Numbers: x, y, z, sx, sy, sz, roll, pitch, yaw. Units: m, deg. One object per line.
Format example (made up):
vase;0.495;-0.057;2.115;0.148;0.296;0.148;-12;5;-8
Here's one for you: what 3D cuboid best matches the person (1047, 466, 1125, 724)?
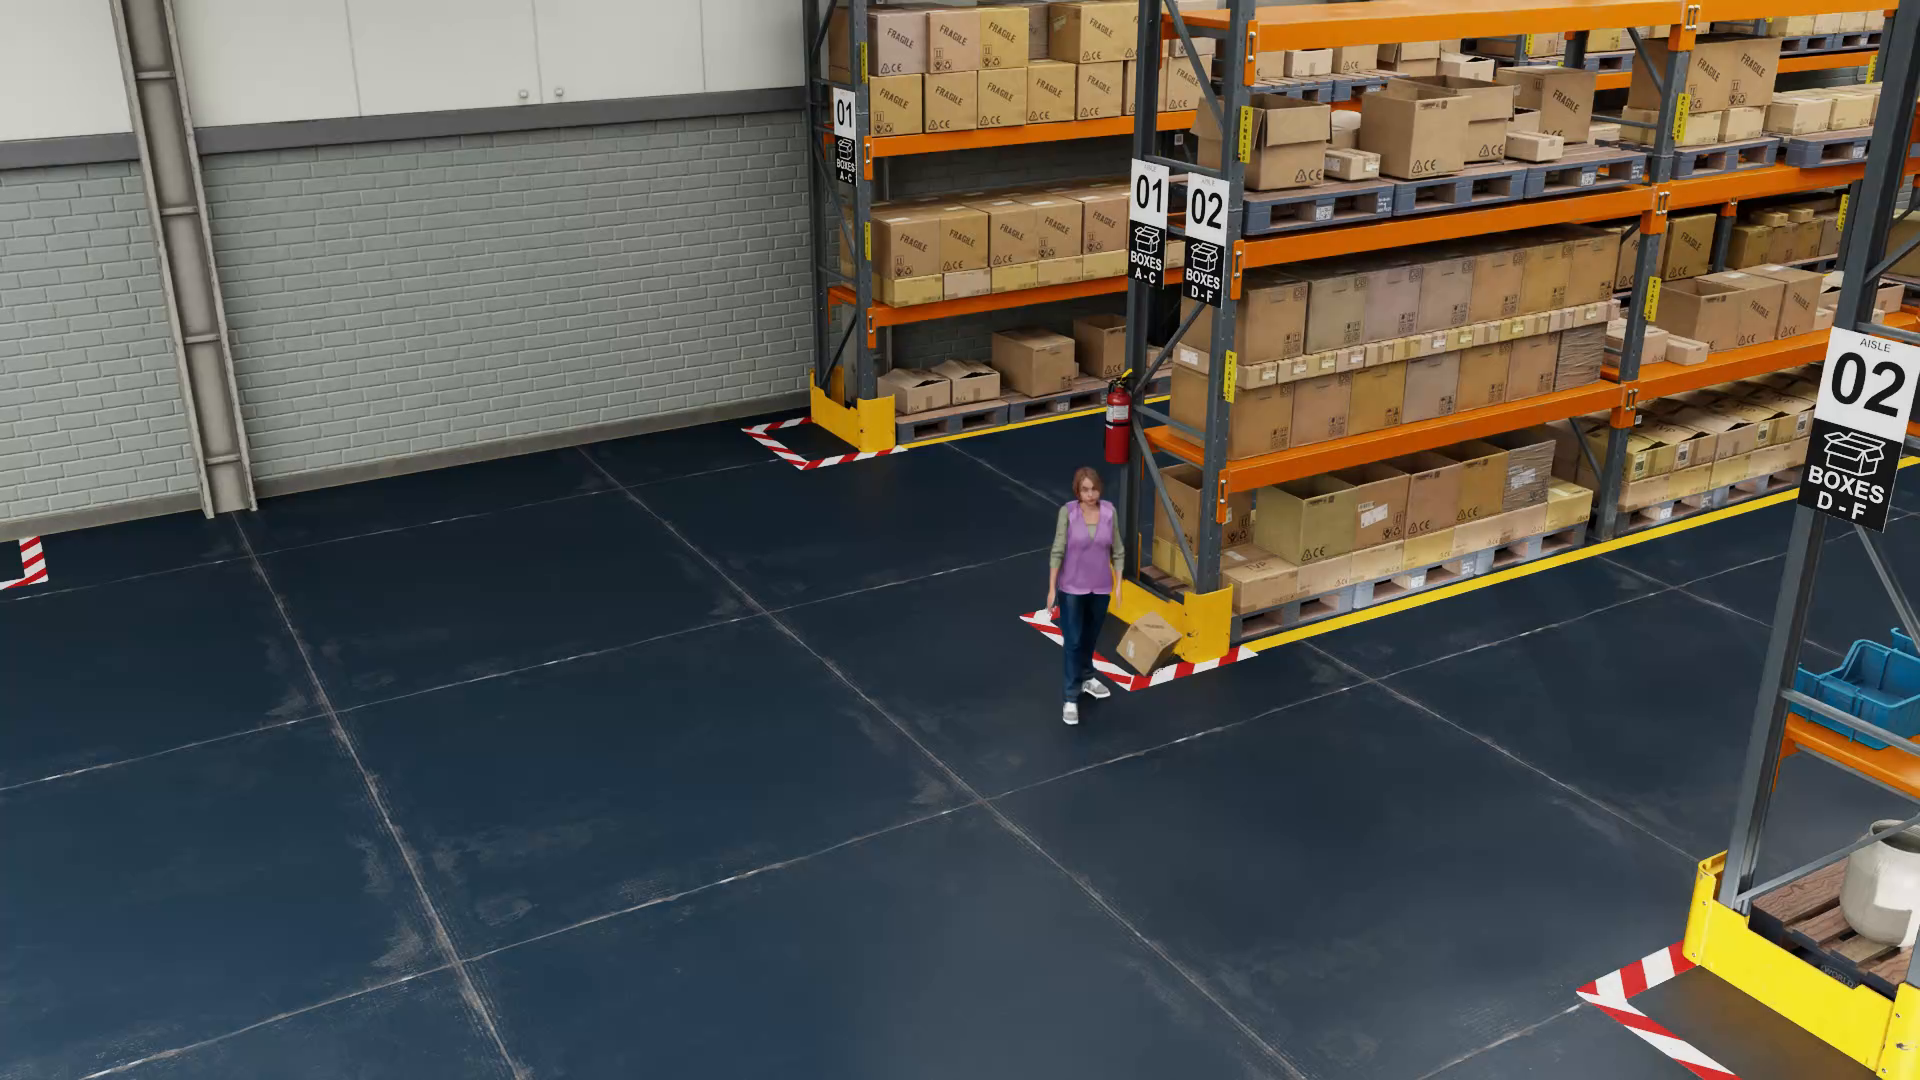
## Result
person;0.771;0.316;10.307;0.510;1.595;0.550;-5;23;-12
